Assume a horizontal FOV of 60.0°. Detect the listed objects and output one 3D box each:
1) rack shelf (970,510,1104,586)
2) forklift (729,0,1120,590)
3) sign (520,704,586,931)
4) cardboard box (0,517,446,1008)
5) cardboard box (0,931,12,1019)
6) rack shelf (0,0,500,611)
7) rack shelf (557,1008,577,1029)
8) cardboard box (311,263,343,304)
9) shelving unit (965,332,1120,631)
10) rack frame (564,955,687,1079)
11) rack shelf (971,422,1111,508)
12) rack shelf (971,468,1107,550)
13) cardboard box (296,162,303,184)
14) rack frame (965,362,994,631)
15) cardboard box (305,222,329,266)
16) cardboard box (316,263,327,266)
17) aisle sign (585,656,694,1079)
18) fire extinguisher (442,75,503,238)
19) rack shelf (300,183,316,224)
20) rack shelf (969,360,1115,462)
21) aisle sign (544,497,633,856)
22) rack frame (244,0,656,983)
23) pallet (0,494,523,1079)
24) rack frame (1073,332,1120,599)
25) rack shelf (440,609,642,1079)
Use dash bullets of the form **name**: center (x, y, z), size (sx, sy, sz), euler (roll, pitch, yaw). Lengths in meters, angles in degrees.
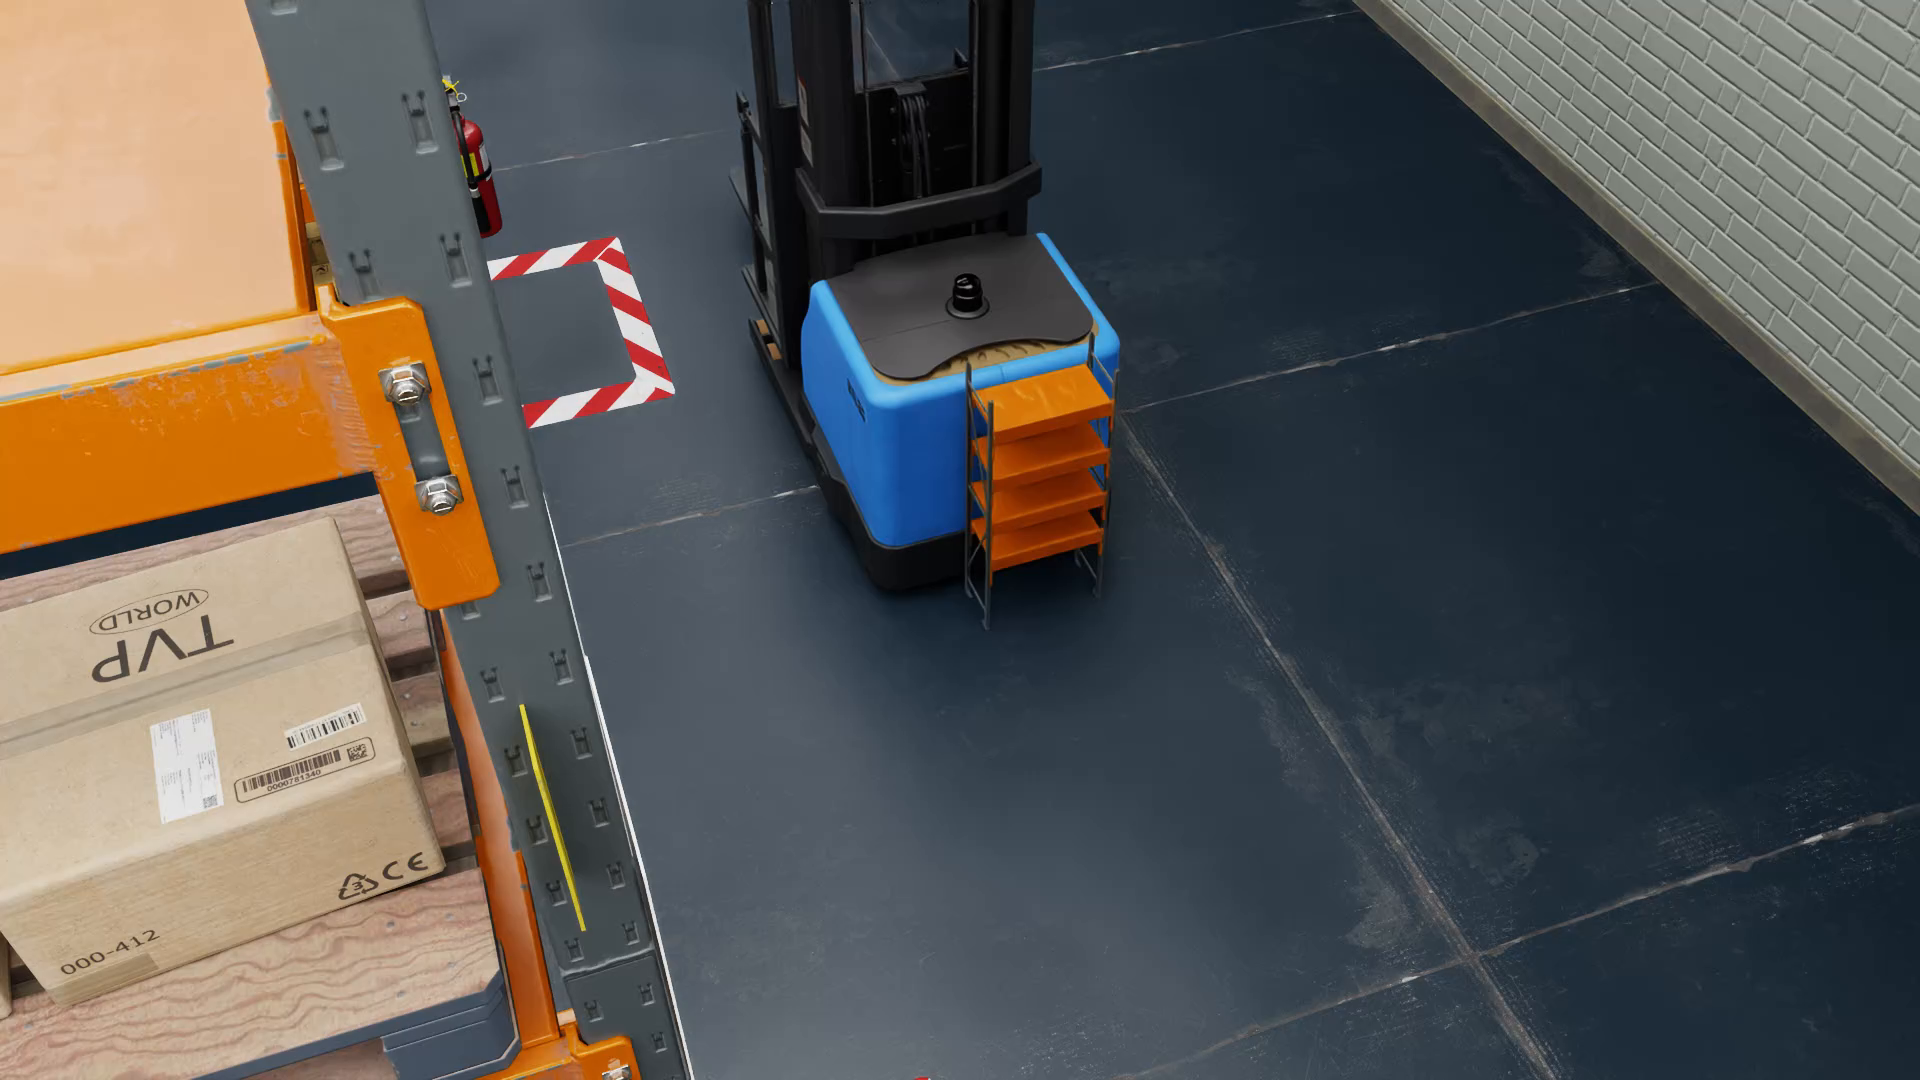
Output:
- **rack shelf**: center (0.298, -0.013, 6.601), size (0.480, 0.148, 0.258), euler (-15, 47, -15)
- **forklift**: center (-0.361, -1.892, 6.876), size (1.130, 2.935, 3.031), euler (-15, 47, -14)
- **sign**: center (-0.471, 0.326, 1.929), size (0.005, 0.325, 0.100), euler (-14, 47, -14)
- **cardboard box**: center (-1.035, 0.283, 2.280), size (0.500, 0.250, 0.500), euler (-18, 48, -17)
- **cardboard box**: center (-1.402, 0.473, 2.162), size (0.250, 0.149, 0.380), euler (-18, 48, -17)
- **rack shelf**: center (-2.524, 0.063, 1.433), size (4.000, 0.370, 1.077), euler (-14, 47, -14)
- **rack shelf**: center (-2.524, 2.040, 3.417), size (4.000, 0.370, 1.077), euler (-14, 47, -14)
- **cardboard box**: center (-2.830, -1.024, 7.259), size (0.250, 0.149, 0.380), euler (-14, 47, -13)
- **shelving unit**: center (0.298, -0.201, 6.413), size (0.503, 1.200, 0.258), euler (-15, 47, -15)
- **rack frame**: center (-0.643, 1.305, 3.641), size (0.127, 3.000, 1.000), euler (-14, 47, -14)
- **rack shelf**: center (0.298, -0.312, 6.302), size (0.480, 0.148, 0.258), euler (-15, 47, -15)
- **rack shelf**: center (0.298, -0.154, 6.460), size (0.480, 0.148, 0.258), euler (-15, 47, -15)
- **cardboard box**: center (-2.629, -1.613, 6.727), size (0.250, 0.149, 0.380), euler (-14, 47, -14)
- **rack frame**: center (0.070, -0.139, 6.351), size (0.015, 1.200, 0.240), euler (-15, 47, -15)
- **cardboard box**: center (-3.026, -1.421, 7.654), size (0.250, 0.149, 0.380), euler (-16, 47, -16)
- **cardboard box**: center (-2.998, -1.261, 7.704), size (0.250, 0.149, 0.380), euler (-13, 46, -12)
- **aisle sign**: center (-0.470, 0.576, 2.532), size (0.004, 0.787, 0.394), euler (-14, 47, -14)
- **fire extinguisher**: center (-2.025, -1.563, 6.817), size (0.183, 0.674, 0.296), euler (-14, 47, -14)
- **rack shelf**: center (-4.299, -1.234, 6.679), size (4.000, 0.370, 1.077), euler (-14, 47, -14)
- **rack shelf**: center (0.298, -0.479, 6.134), size (0.480, 0.148, 0.258), euler (-15, 47, -15)
- **aisle sign**: center (-0.673, 0.177, 2.930), size (0.004, 0.787, 0.394), euler (-14, 47, -14)
- **rack frame**: center (-0.643, -0.813, 1.516), size (0.127, 3.000, 1.000), euler (-14, 47, -14)
- **pallet**: center (-1.337, 0.463, 2.425), size (1.213, 0.211, 1.003), euler (-14, 47, -14)
- **rack frame**: center (0.526, -0.263, 6.474), size (0.015, 1.200, 0.240), euler (-15, 47, -15)
- **rack shelf**: center (-2.524, 0.981, 2.354), size (4.000, 0.370, 1.077), euler (-14, 47, -14)
